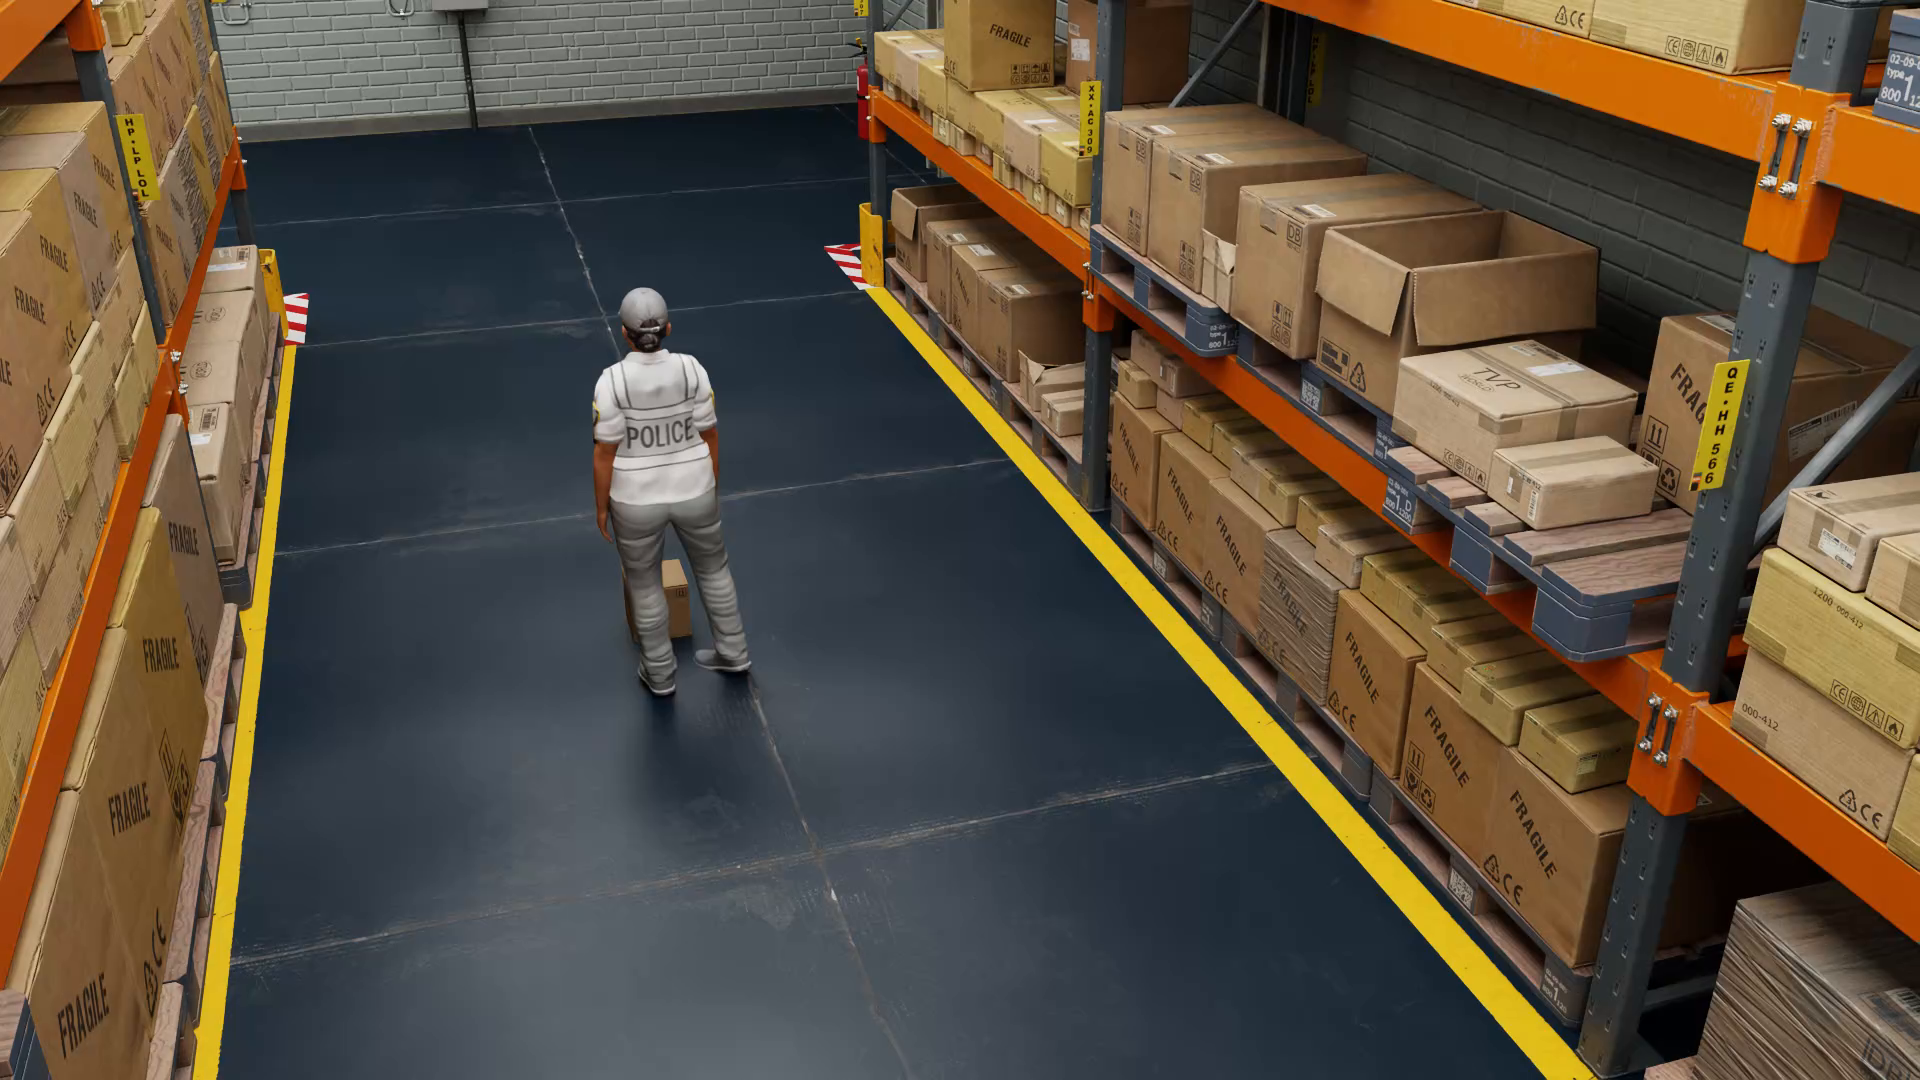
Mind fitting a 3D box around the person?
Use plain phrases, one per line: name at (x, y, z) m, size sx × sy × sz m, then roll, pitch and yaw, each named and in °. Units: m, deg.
person at (-1.135, -0.163, 6.446) m, size 0.558 × 1.687 × 0.384 m, roll -11°, pitch 29°, yaw -21°
